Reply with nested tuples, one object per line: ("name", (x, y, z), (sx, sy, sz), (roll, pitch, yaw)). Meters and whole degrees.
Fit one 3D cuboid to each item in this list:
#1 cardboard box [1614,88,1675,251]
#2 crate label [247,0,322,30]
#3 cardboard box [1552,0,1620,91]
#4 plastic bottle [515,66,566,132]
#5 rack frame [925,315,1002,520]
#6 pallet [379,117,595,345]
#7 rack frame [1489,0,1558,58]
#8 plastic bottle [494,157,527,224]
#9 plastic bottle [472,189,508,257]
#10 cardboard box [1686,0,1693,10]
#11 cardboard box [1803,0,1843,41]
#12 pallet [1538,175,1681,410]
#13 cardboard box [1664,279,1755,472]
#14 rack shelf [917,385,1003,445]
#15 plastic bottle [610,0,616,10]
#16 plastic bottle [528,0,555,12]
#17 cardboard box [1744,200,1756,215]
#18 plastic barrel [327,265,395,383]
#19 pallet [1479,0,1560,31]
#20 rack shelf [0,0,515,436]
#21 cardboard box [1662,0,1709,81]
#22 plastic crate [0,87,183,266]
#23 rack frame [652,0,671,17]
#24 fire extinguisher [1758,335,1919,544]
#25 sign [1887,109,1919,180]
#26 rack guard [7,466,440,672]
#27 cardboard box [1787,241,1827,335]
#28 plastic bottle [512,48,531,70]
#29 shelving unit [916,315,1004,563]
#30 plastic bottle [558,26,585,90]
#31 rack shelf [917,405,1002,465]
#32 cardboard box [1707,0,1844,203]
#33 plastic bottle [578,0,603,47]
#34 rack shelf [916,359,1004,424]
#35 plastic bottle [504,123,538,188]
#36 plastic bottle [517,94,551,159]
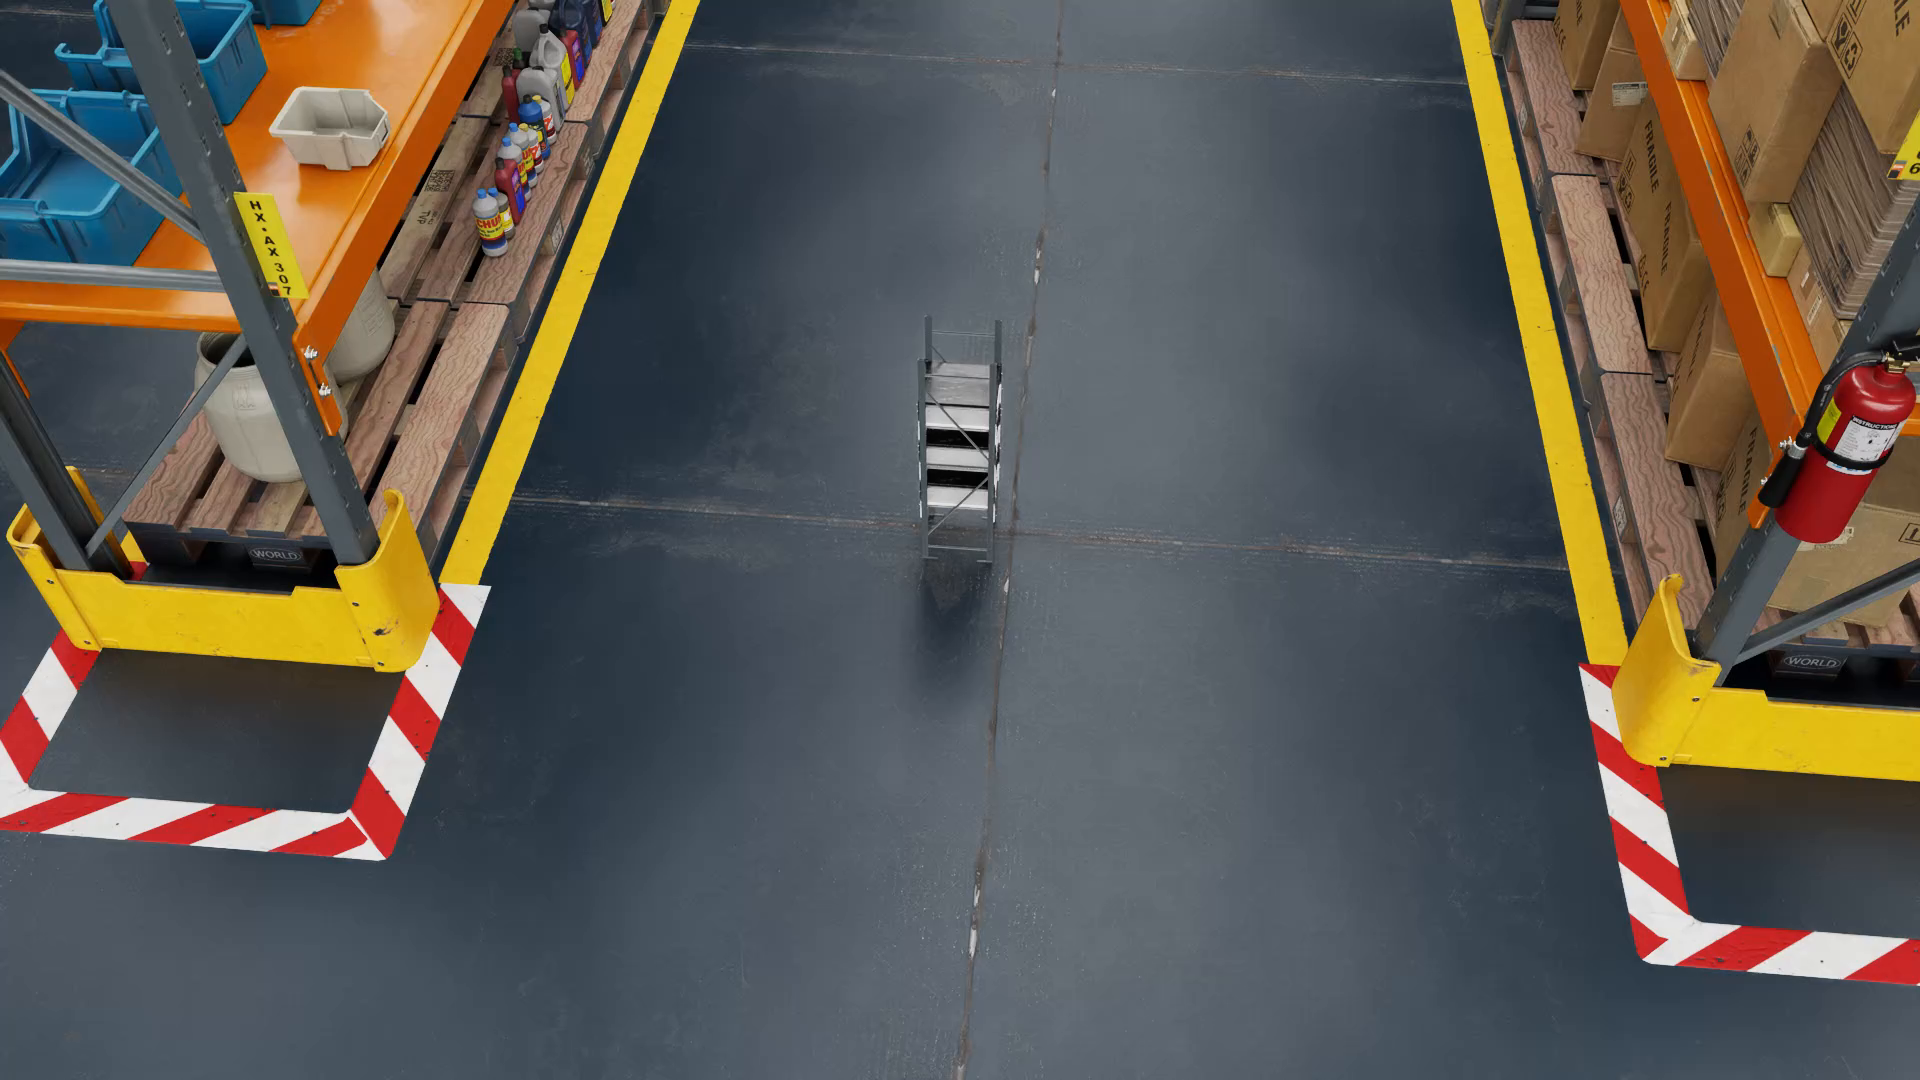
("cardboard box", (2.910, -1.419, 6.425), (0.500, 0.500, 0.500), (0, 48, 0))
("crate label", (-2.389, -2.072, 5.588), (0.502, 0.435, 0.616), (4, 48, 4))
("cardboard box", (2.933, -2.302, 7.232), (0.500, 0.500, 0.500), (3, 48, 2))
("plastic bottle", (-1.760, -1.867, 6.973), (0.152, 0.276, 0.135), (5, 48, 4))
("rack frame", (0.010, -0.384, 5.492), (0.240, 0.900, 0.006), (4, 48, 4))
("pallet", (-2.134, -1.297, 6.794), (1.003, 0.211, 1.213), (4, 48, 4))
("rack frame", (3.010, -3.295, 6.731), (1.000, 3.000, 0.127), (4, 48, 4))
("plastic bottle", (-1.773, -1.397, 6.538), (0.061, 0.283, 0.133), (5, 48, 4))
("plastic bottle", (-1.812, -1.228, 6.391), (0.097, 0.271, 0.097), (0, 48, 0))
("cardboard box", (2.794, -1.999, 5.276), (0.875, 0.500, 0.500), (4, 48, 4))
("cardboard box", (2.489, -1.616, 4.248), (0.500, 0.500, 0.500), (4, 48, 4))
("pallet", (2.875, -0.959, 6.484), (1.003, 0.211, 1.213), (4, 48, 4))
("cardboard box", (2.739, -0.553, 5.633), (0.500, 0.500, 0.500), (15, 49, 14))
("rack shelf", (0.001, -0.409, 5.315), (0.258, 0.077, 0.200), (4, 48, 4))
("plastic bottle", (-1.645, -2.545, 7.643), (0.097, 0.201, 0.097), (0, 48, 0))
("plastic bottle", (-1.838, -2.400, 7.409), (0.144, 0.351, 0.185), (4, 48, 4))
("cardboard box", (2.499, -1.048, 4.846), (0.380, 0.149, 0.250), (4, 48, 4))
("plastic barrel", (-2.258, -0.848, 5.894), (0.421, 0.512, 0.421), (0, 48, 0))
("pallet", (3.079, -2.926, 8.283), (1.003, 0.211, 1.213), (4, 48, 4))
("rack shelf", (-2.105, -1.916, 5.957), (1.077, 0.370, 4.000), (4, 48, 4))
("cardboard box", (2.498, -1.604, 5.354), (0.380, 0.149, 0.250), (4, 48, 4))
("plastic crate", (-2.540, -1.027, 4.757), (0.499, 0.251, 0.616), (4, 48, 4))
("rack frame", (-1.923, -3.628, 7.036), (1.000, 3.000, 0.127), (4, 48, 4))
("fire extinguisher", (2.176, -0.277, 4.023), (0.296, 0.674, 0.183), (4, 48, 4))
("sign", (2.094, -0.905, 3.546), (0.100, 0.325, 0.005), (4, 48, 4))
("rack guard", (-2.327, 0.096, 5.324), (1.175, 0.500, 0.348), (4, 48, 4))
("cardboard box", (2.489, -0.678, 4.508), (0.380, 0.149, 0.250), (4, 48, 4))
("plastic bottle", (-1.846, -1.977, 7.068), (0.061, 0.283, 0.133), (4, 48, 4))
("shelving unit", (0.001, -0.310, 5.423), (0.258, 0.900, 0.210), (4, 48, 4))
("plastic bottle", (-1.685, -2.104, 7.184), (0.061, 0.283, 0.133), (7, 48, 6))
("rack shelf", (0.001, -0.348, 5.382), (0.258, 0.077, 0.200), (4, 48, 4))
("cardboard box", (2.649, -1.268, 4.607), (0.875, 0.500, 0.500), (4, 48, 4))
("plastic bottle", (-1.694, -2.390, 7.400), (0.144, 0.351, 0.185), (3, 48, 2))
("rack shelf", (0.001, -0.469, 5.249), (0.258, 0.077, 0.200), (4, 48, 4))
("plastic bottle", (-1.771, -1.553, 6.689), (0.097, 0.271, 0.097), (0, 48, 0))
("plastic bottle", (-1.753, -1.702, 6.825), (0.097, 0.271, 0.097), (0, 48, 0))
